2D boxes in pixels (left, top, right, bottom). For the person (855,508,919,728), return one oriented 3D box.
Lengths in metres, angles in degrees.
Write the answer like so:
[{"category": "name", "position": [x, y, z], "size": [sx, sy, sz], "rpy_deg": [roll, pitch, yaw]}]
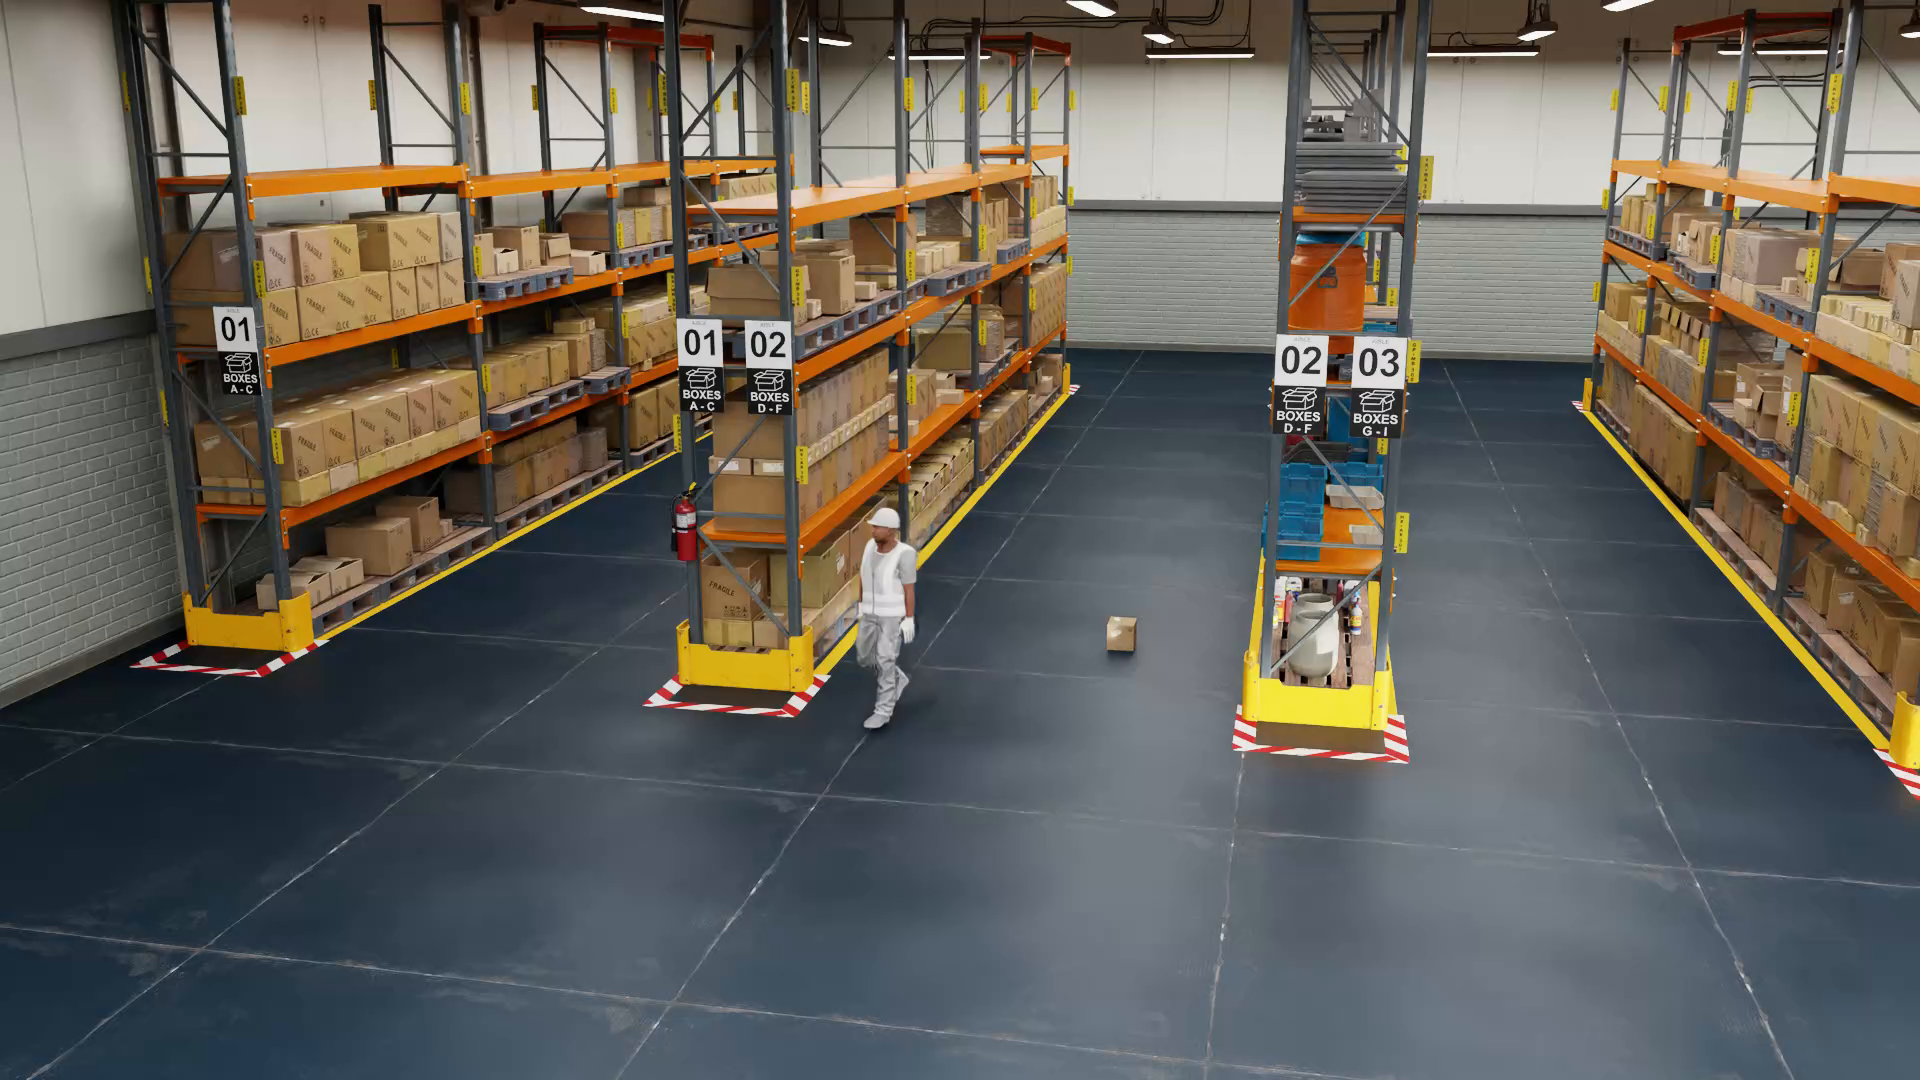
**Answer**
[{"category": "person", "position": [-0.613, 0.606, 13.546], "size": [0.584, 1.771, 0.700], "rpy_deg": [11, 18, 36]}]
